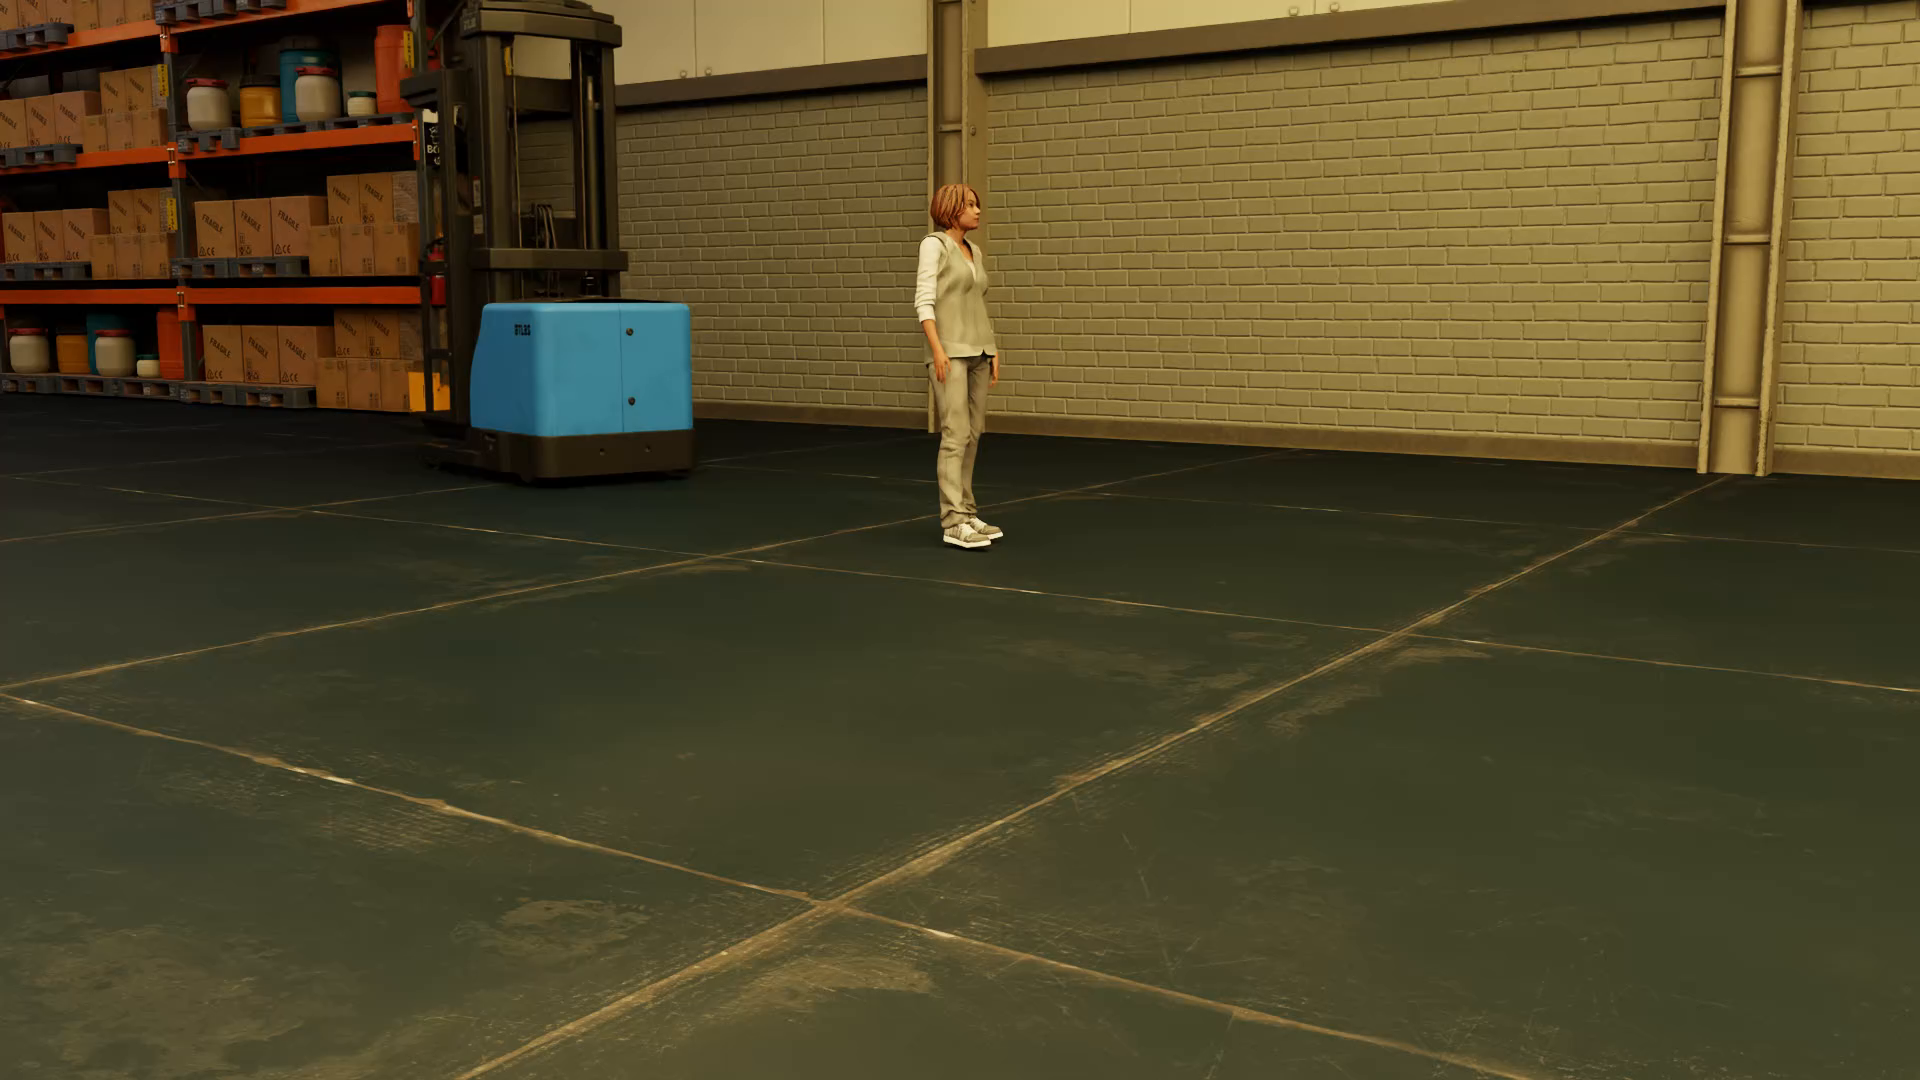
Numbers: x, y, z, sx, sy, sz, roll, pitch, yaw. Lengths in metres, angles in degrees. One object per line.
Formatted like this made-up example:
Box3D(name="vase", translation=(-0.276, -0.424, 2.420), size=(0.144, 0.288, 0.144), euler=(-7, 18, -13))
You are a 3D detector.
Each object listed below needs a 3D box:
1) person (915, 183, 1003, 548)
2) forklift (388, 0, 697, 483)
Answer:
Box3D(name="person", translation=(0.054, -0.791, 7.437), size=(0.473, 1.599, 0.520), euler=(5, 10, 34))
Box3D(name="forklift", translation=(-2.926, -1.943, 10.857), size=(1.130, 2.935, 3.031), euler=(-6, 10, -38))
